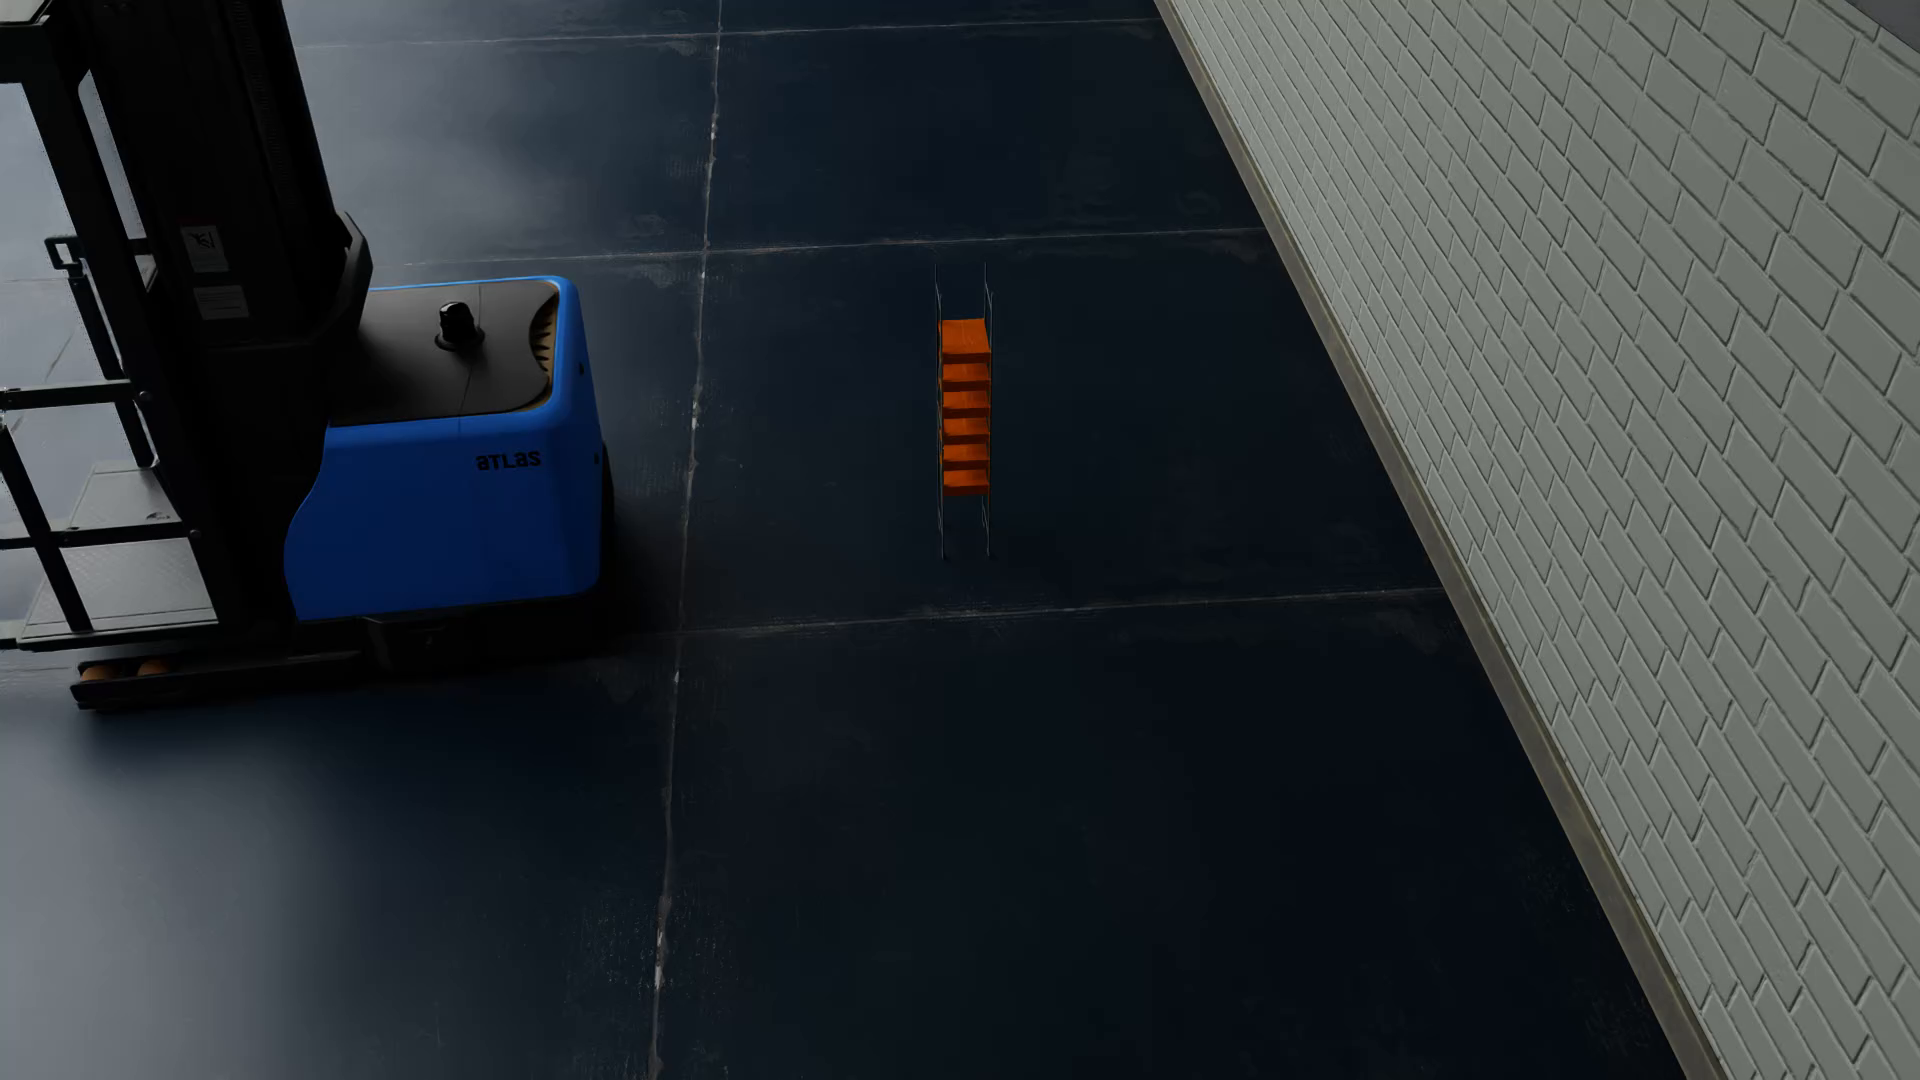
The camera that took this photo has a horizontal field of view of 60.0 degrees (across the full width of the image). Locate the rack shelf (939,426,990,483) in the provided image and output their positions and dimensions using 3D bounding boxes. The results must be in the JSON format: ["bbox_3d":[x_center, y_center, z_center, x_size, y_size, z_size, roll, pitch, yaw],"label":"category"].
[{"bbox_3d":[0.014,-0.343,6.481,0.180,0.103,0.258,-3,38,-4],"label":"rack shelf"}]

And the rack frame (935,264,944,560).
[{"bbox_3d":[-0.077,-0.467,6.373,0.006,1.200,0.240,-3,38,-4],"label":"rack frame"}]

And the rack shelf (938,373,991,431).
[{"bbox_3d":[0.014,-0.531,6.333,0.180,0.103,0.258,-3,38,-4],"label":"rack shelf"}]

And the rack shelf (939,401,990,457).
[{"bbox_3d":[0.014,-0.437,6.407,0.180,0.103,0.258,-3,38,-4],"label":"rack shelf"}]

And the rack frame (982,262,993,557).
[{"bbox_3d":[0.106,-0.477,6.386,0.006,1.200,0.240,-3,38,-4],"label":"rack frame"}]

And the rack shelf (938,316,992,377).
[{"bbox_3d":[0.014,-0.720,6.184,0.180,0.103,0.258,-3,38,-4],"label":"rack shelf"}]

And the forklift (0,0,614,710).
[{"bbox_3d":[-2.866,-0.890,5.512,3.031,2.935,1.130,-5,39,-7],"label":"forklift"}]

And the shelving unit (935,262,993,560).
[{"bbox_3d":[0.014,-0.472,6.379,0.189,1.200,0.258,-3,38,-4],"label":"shelving unit"}]

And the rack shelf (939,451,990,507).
[{"bbox_3d":[0.014,-0.249,6.556,0.180,0.103,0.258,-3,38,-4],"label":"rack shelf"}]

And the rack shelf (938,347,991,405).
[{"bbox_3d":[0.014,-0.625,6.258,0.180,0.103,0.258,-3,38,-4],"label":"rack shelf"}]
